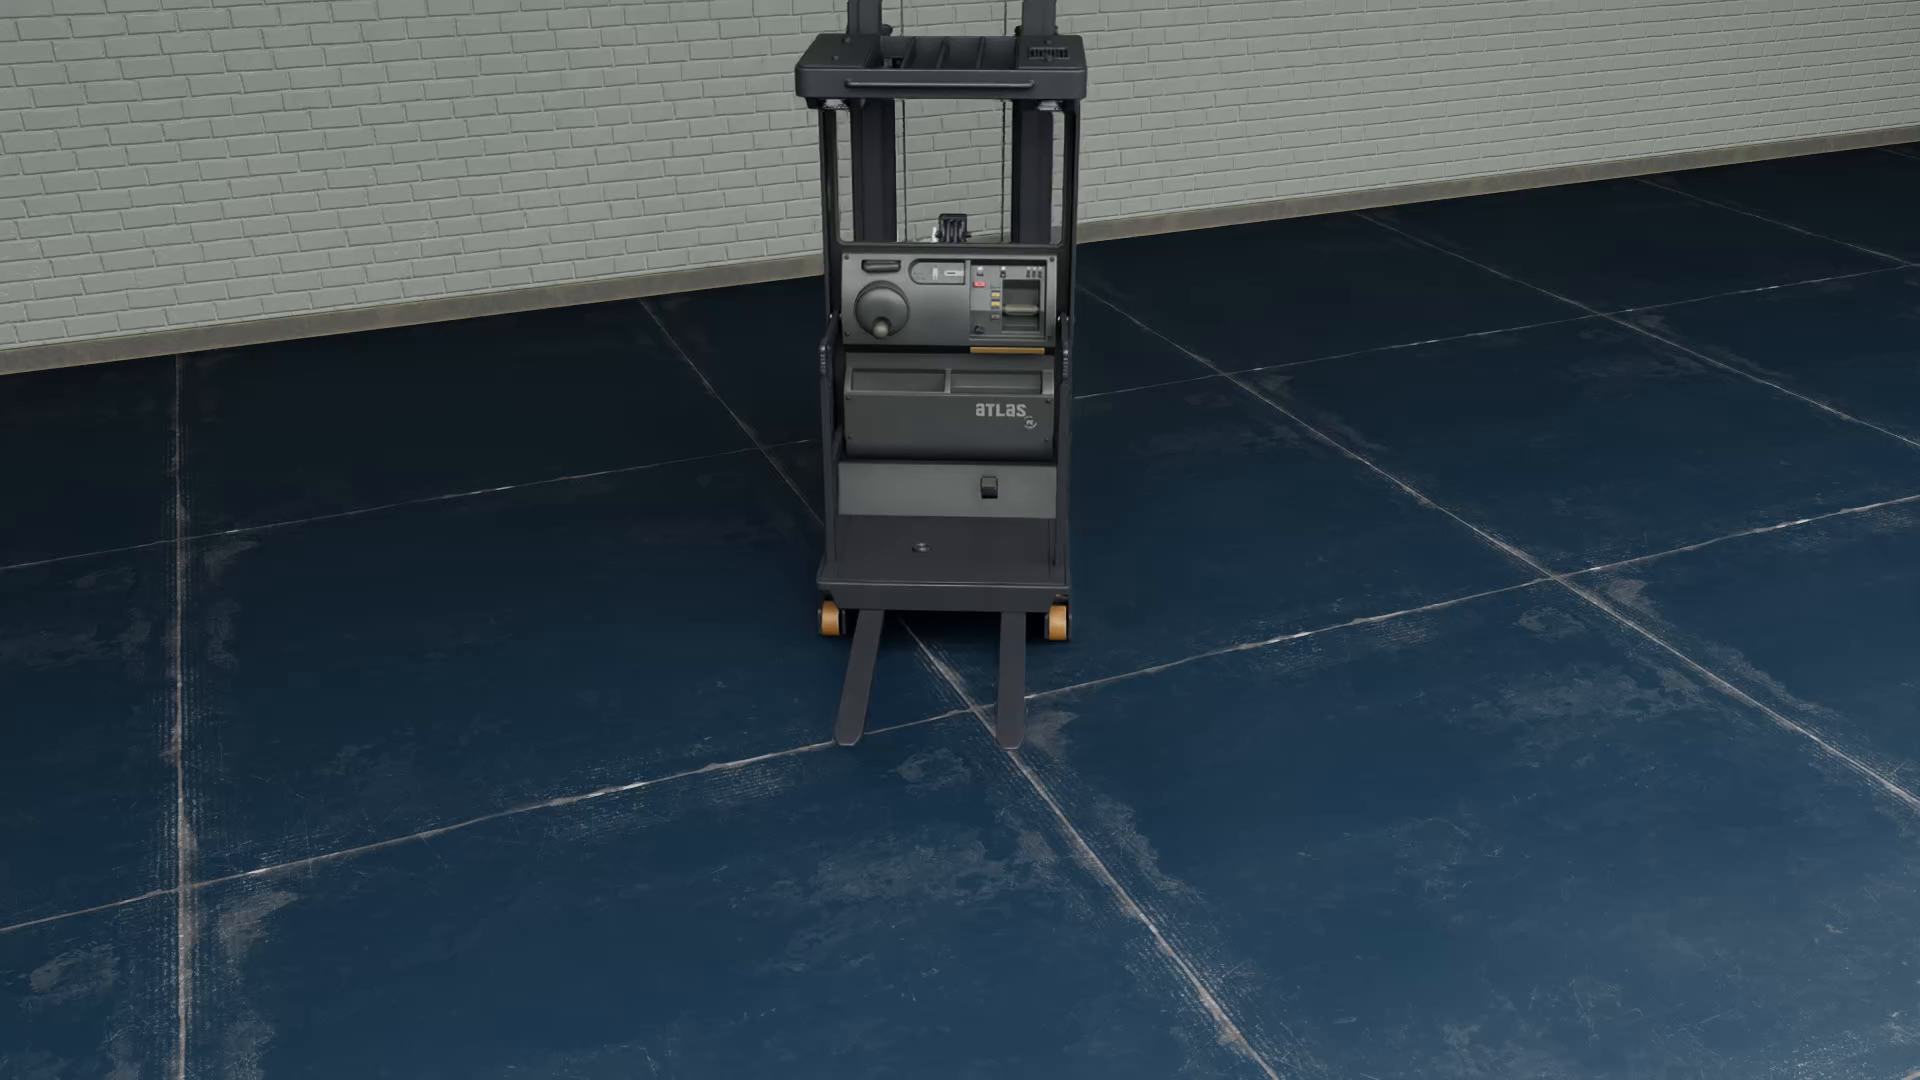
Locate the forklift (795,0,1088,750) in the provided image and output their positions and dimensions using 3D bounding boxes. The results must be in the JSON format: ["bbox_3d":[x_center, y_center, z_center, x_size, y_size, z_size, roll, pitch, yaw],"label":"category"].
[{"bbox_3d":[-0.054,-1.013,6.984,1.130,2.935,3.031,1,26,2],"label":"forklift"}]

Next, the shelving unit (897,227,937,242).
[{"bbox_3d":[-0.155,-1.033,8.998,0.258,1.200,0.503,-9,27,-18],"label":"shelving unit"}]

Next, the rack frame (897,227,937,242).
[{"bbox_3d":[-0.239,-1.133,9.204,0.240,1.200,0.015,-9,27,-18],"label":"rack frame"}]
